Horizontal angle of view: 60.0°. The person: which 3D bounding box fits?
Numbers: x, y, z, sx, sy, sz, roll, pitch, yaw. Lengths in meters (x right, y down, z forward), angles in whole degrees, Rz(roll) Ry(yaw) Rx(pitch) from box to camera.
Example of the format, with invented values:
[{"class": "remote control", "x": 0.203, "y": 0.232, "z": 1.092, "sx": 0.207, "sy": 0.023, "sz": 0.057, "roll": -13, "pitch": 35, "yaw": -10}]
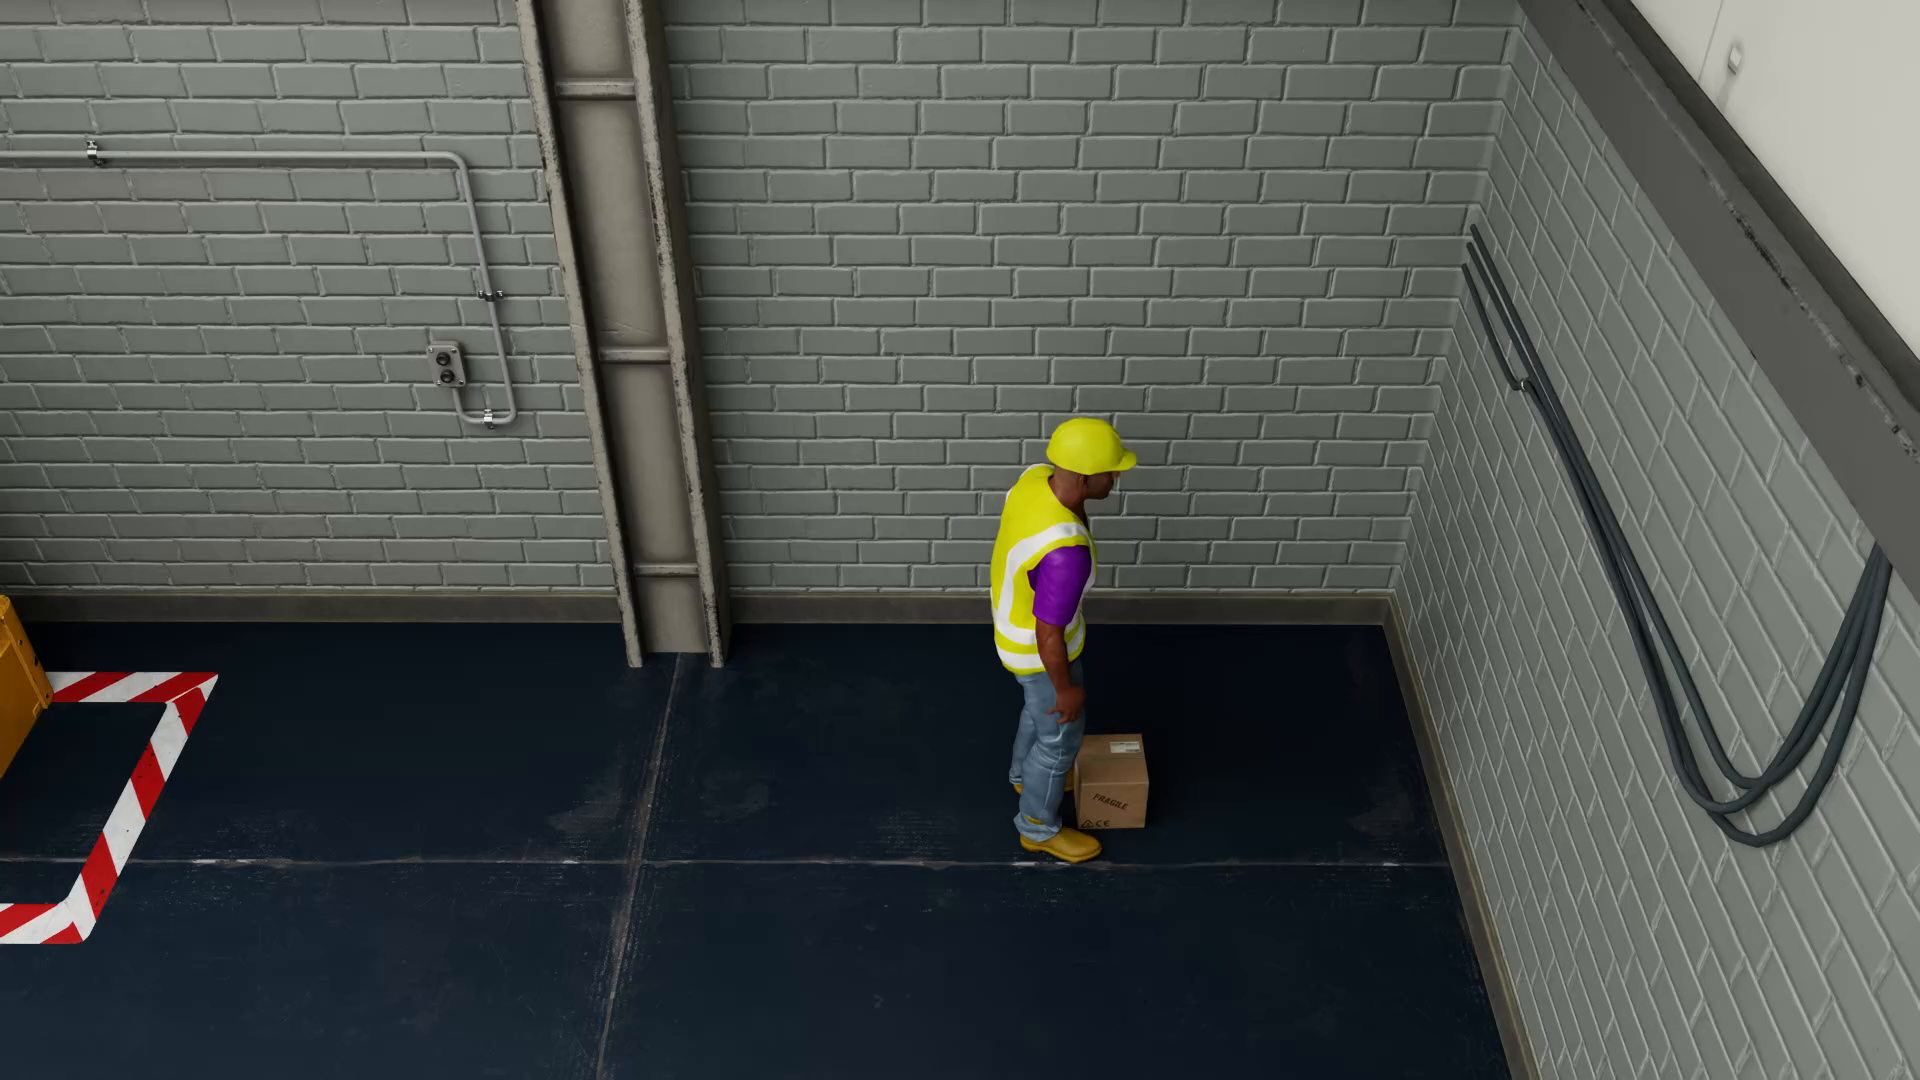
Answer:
[{"class": "person", "x": 0.335, "y": 0.329, "z": 5.744, "sx": 0.462, "sy": 1.755, "sz": 0.627, "roll": -2, "pitch": 39, "yaw": -2}]
